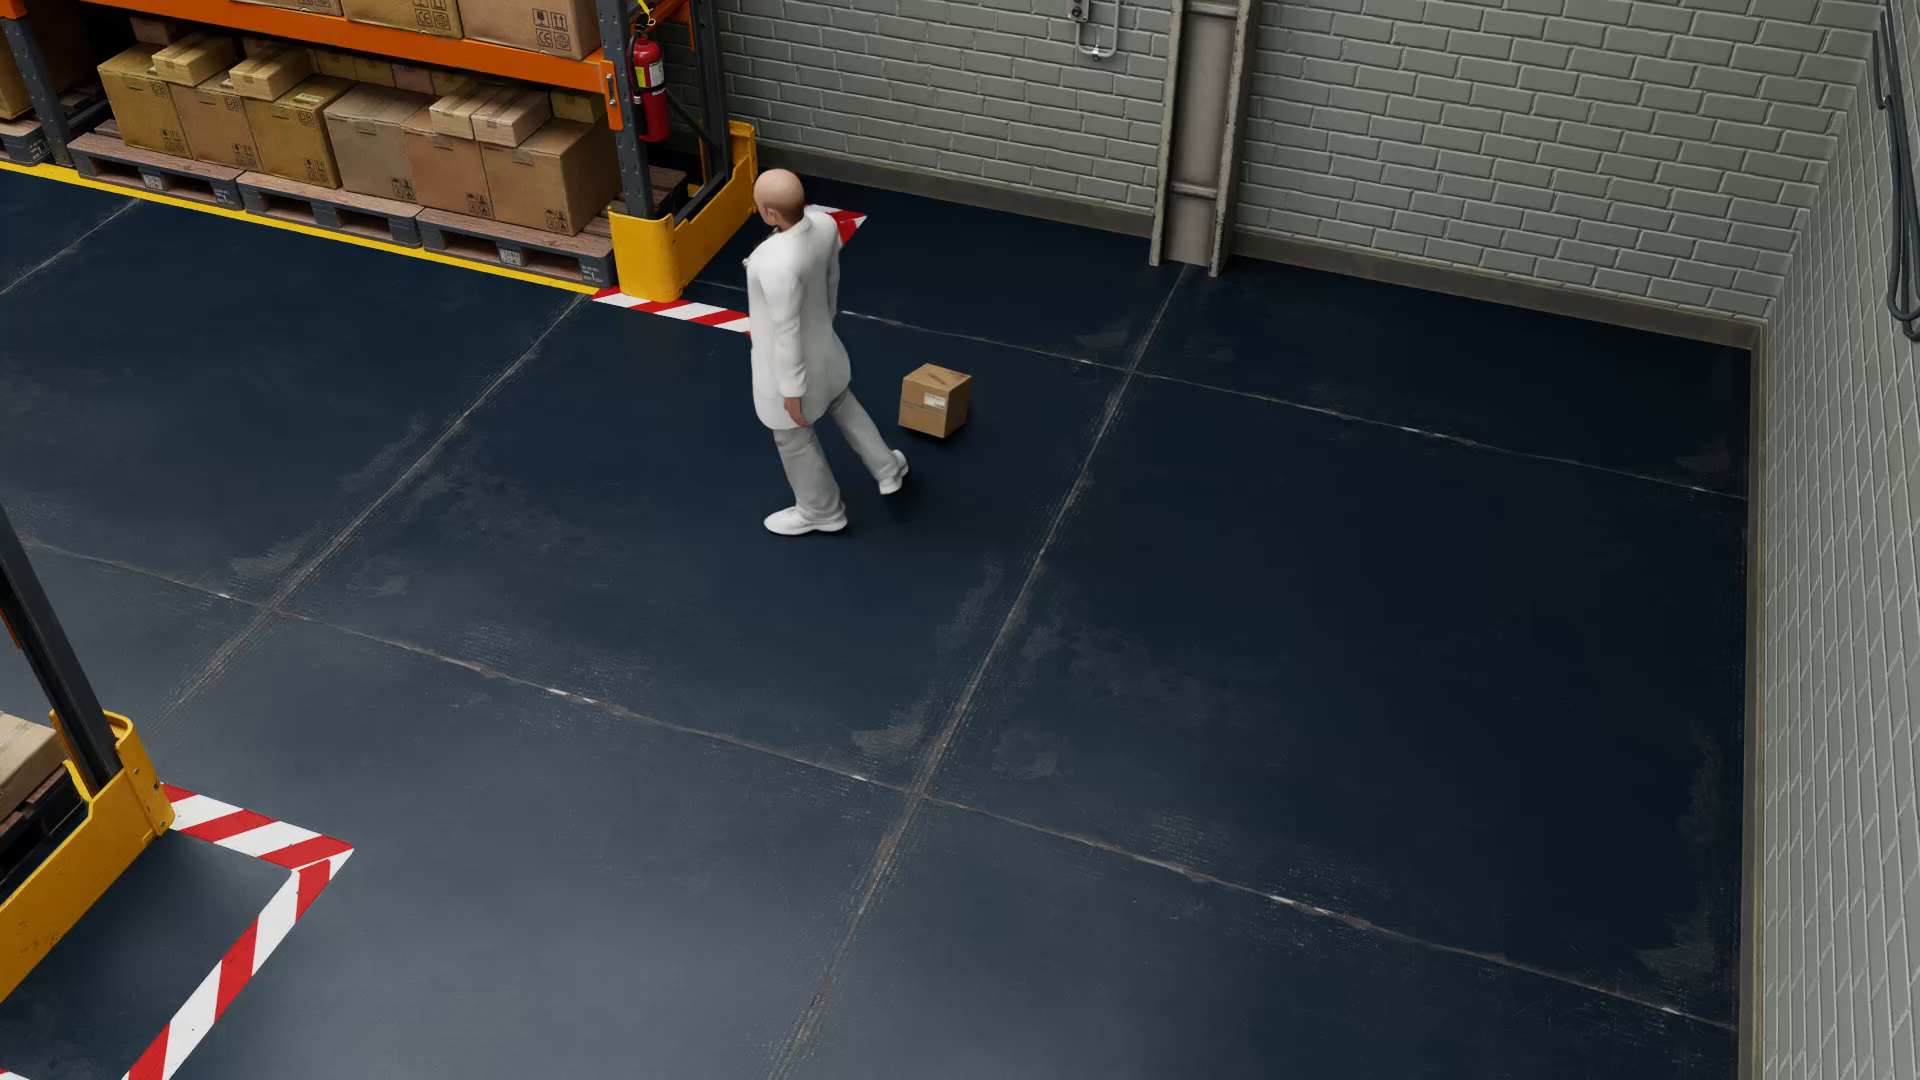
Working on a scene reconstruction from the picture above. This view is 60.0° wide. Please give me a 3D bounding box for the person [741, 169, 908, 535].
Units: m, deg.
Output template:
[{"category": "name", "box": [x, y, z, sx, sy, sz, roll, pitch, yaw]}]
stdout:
[{"category": "person", "box": [-0.569, -0.813, 7.097, 0.558, 1.770, 0.789, 17, 44, 19]}]
